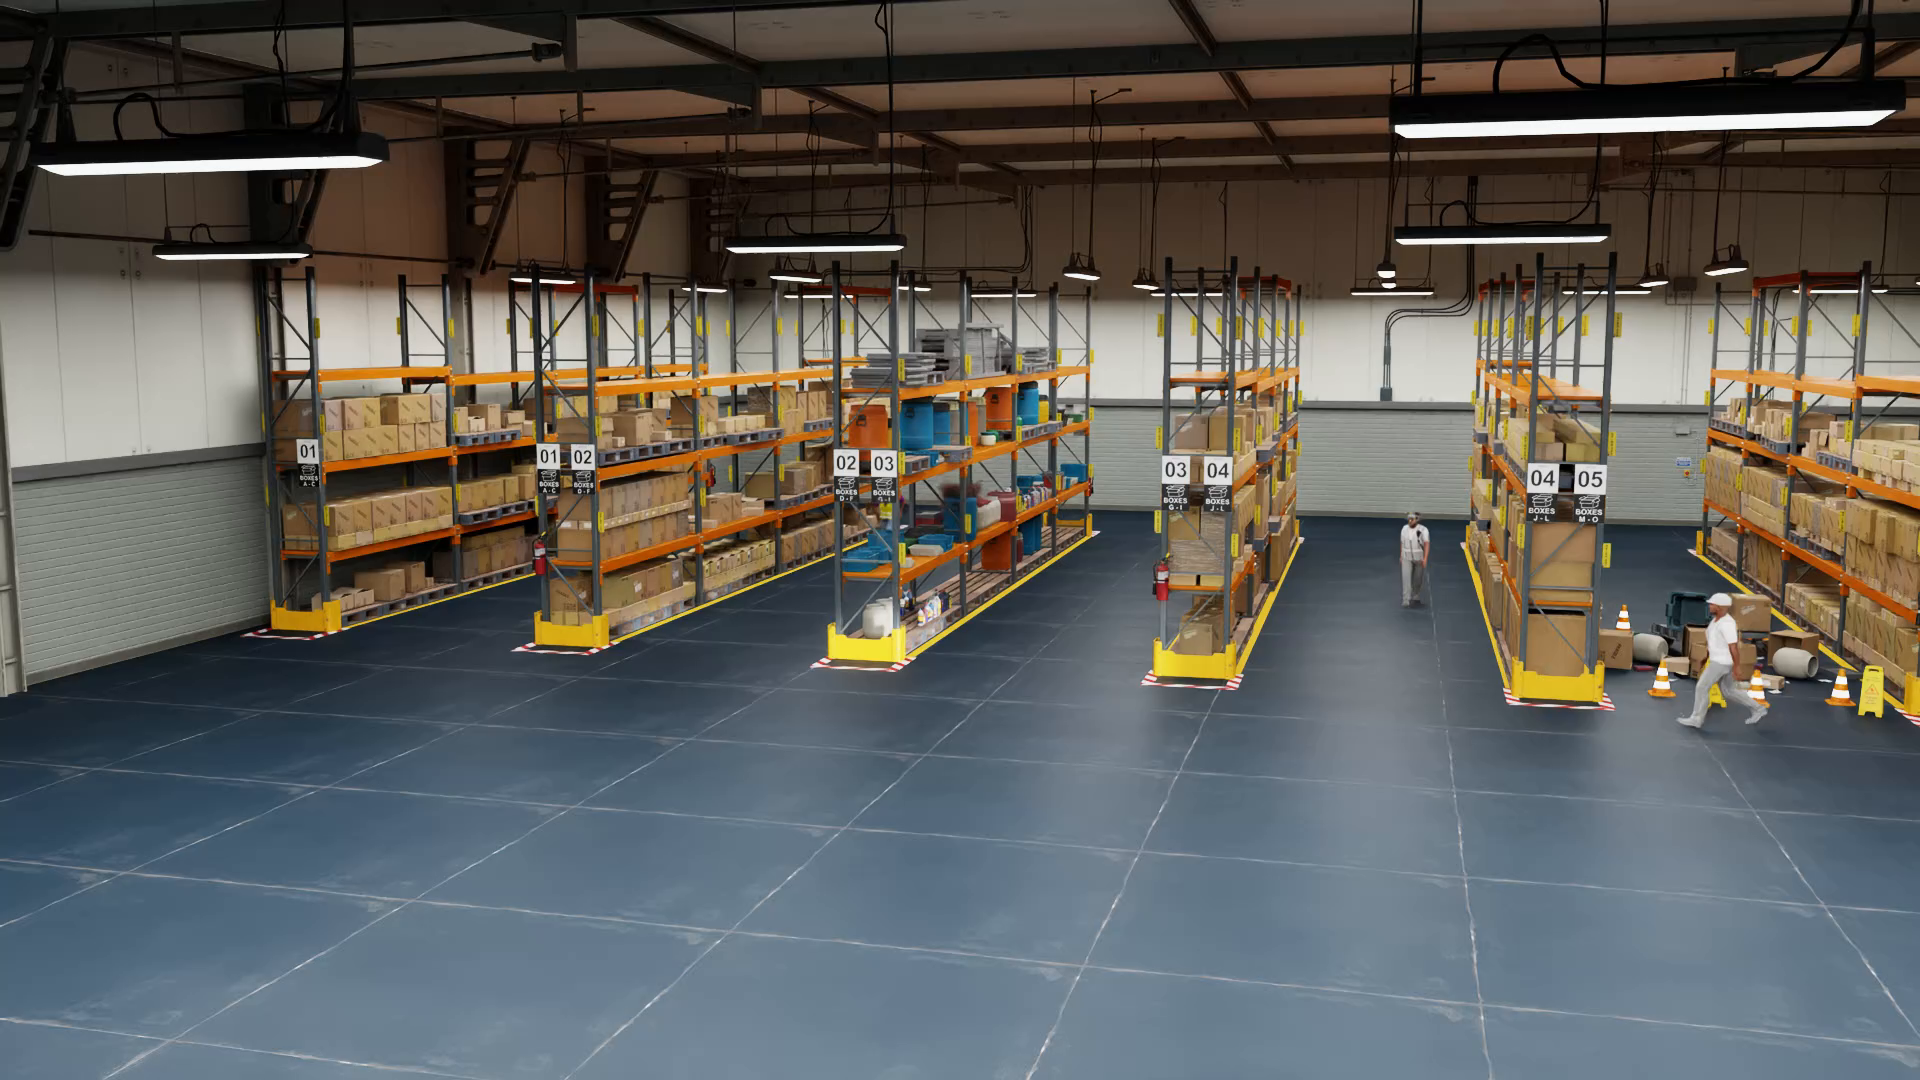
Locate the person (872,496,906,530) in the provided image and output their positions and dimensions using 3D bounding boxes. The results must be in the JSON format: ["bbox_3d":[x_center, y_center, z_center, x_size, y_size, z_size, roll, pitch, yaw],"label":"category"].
[{"bbox_3d":[-1.575,-0.492,36.863,0.704,1.659,0.719,3,8,24],"label":"person"}]

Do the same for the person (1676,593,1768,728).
[{"bbox_3d":[9.582,1.519,20.849,1.047,1.715,0.626,2,8,19],"label":"person"}]

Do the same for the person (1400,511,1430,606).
[{"bbox_3d":[8.247,0.315,30.170,0.526,1.699,1.065,2,8,16],"label":"person"}]
